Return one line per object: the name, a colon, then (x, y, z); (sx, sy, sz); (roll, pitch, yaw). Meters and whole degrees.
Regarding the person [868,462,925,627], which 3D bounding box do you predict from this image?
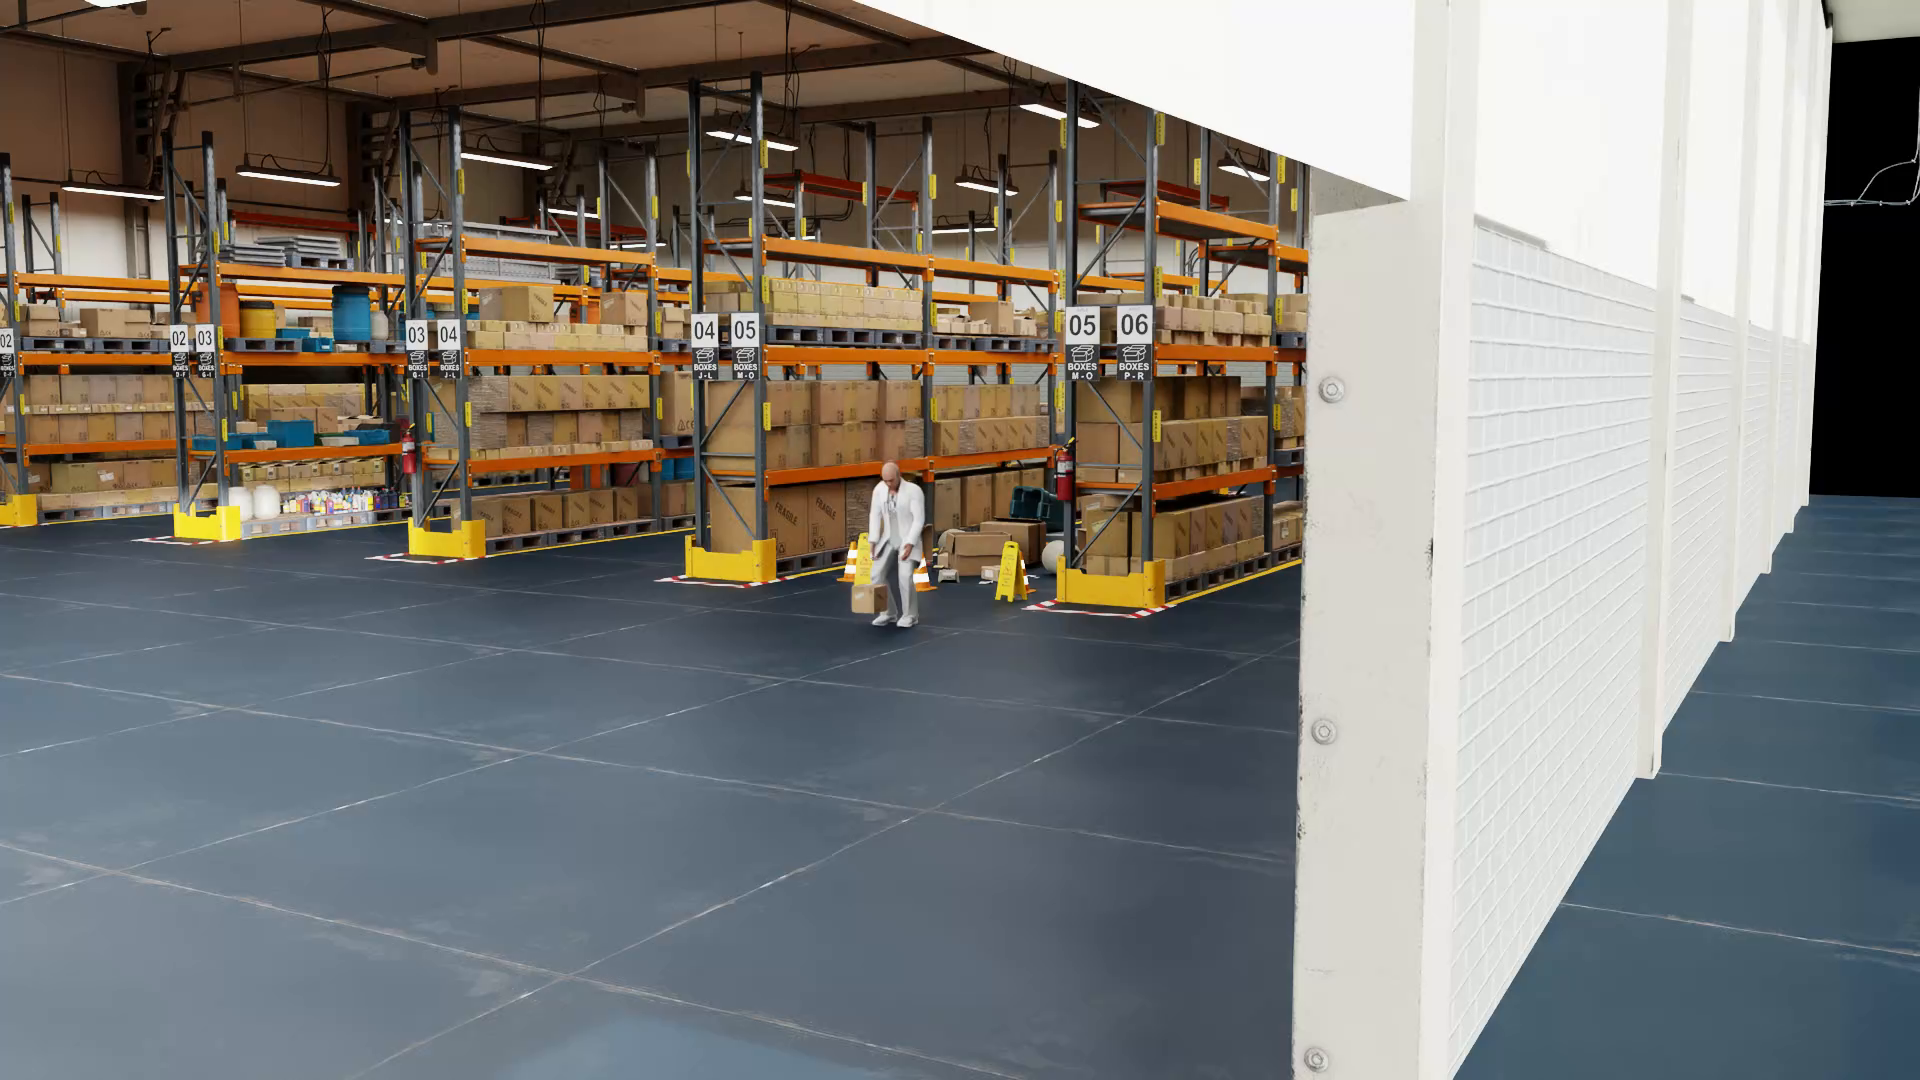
person: (-0.603, 0.044, 16.440); (0.615, 1.623, 0.539); (3, 7, 29)
